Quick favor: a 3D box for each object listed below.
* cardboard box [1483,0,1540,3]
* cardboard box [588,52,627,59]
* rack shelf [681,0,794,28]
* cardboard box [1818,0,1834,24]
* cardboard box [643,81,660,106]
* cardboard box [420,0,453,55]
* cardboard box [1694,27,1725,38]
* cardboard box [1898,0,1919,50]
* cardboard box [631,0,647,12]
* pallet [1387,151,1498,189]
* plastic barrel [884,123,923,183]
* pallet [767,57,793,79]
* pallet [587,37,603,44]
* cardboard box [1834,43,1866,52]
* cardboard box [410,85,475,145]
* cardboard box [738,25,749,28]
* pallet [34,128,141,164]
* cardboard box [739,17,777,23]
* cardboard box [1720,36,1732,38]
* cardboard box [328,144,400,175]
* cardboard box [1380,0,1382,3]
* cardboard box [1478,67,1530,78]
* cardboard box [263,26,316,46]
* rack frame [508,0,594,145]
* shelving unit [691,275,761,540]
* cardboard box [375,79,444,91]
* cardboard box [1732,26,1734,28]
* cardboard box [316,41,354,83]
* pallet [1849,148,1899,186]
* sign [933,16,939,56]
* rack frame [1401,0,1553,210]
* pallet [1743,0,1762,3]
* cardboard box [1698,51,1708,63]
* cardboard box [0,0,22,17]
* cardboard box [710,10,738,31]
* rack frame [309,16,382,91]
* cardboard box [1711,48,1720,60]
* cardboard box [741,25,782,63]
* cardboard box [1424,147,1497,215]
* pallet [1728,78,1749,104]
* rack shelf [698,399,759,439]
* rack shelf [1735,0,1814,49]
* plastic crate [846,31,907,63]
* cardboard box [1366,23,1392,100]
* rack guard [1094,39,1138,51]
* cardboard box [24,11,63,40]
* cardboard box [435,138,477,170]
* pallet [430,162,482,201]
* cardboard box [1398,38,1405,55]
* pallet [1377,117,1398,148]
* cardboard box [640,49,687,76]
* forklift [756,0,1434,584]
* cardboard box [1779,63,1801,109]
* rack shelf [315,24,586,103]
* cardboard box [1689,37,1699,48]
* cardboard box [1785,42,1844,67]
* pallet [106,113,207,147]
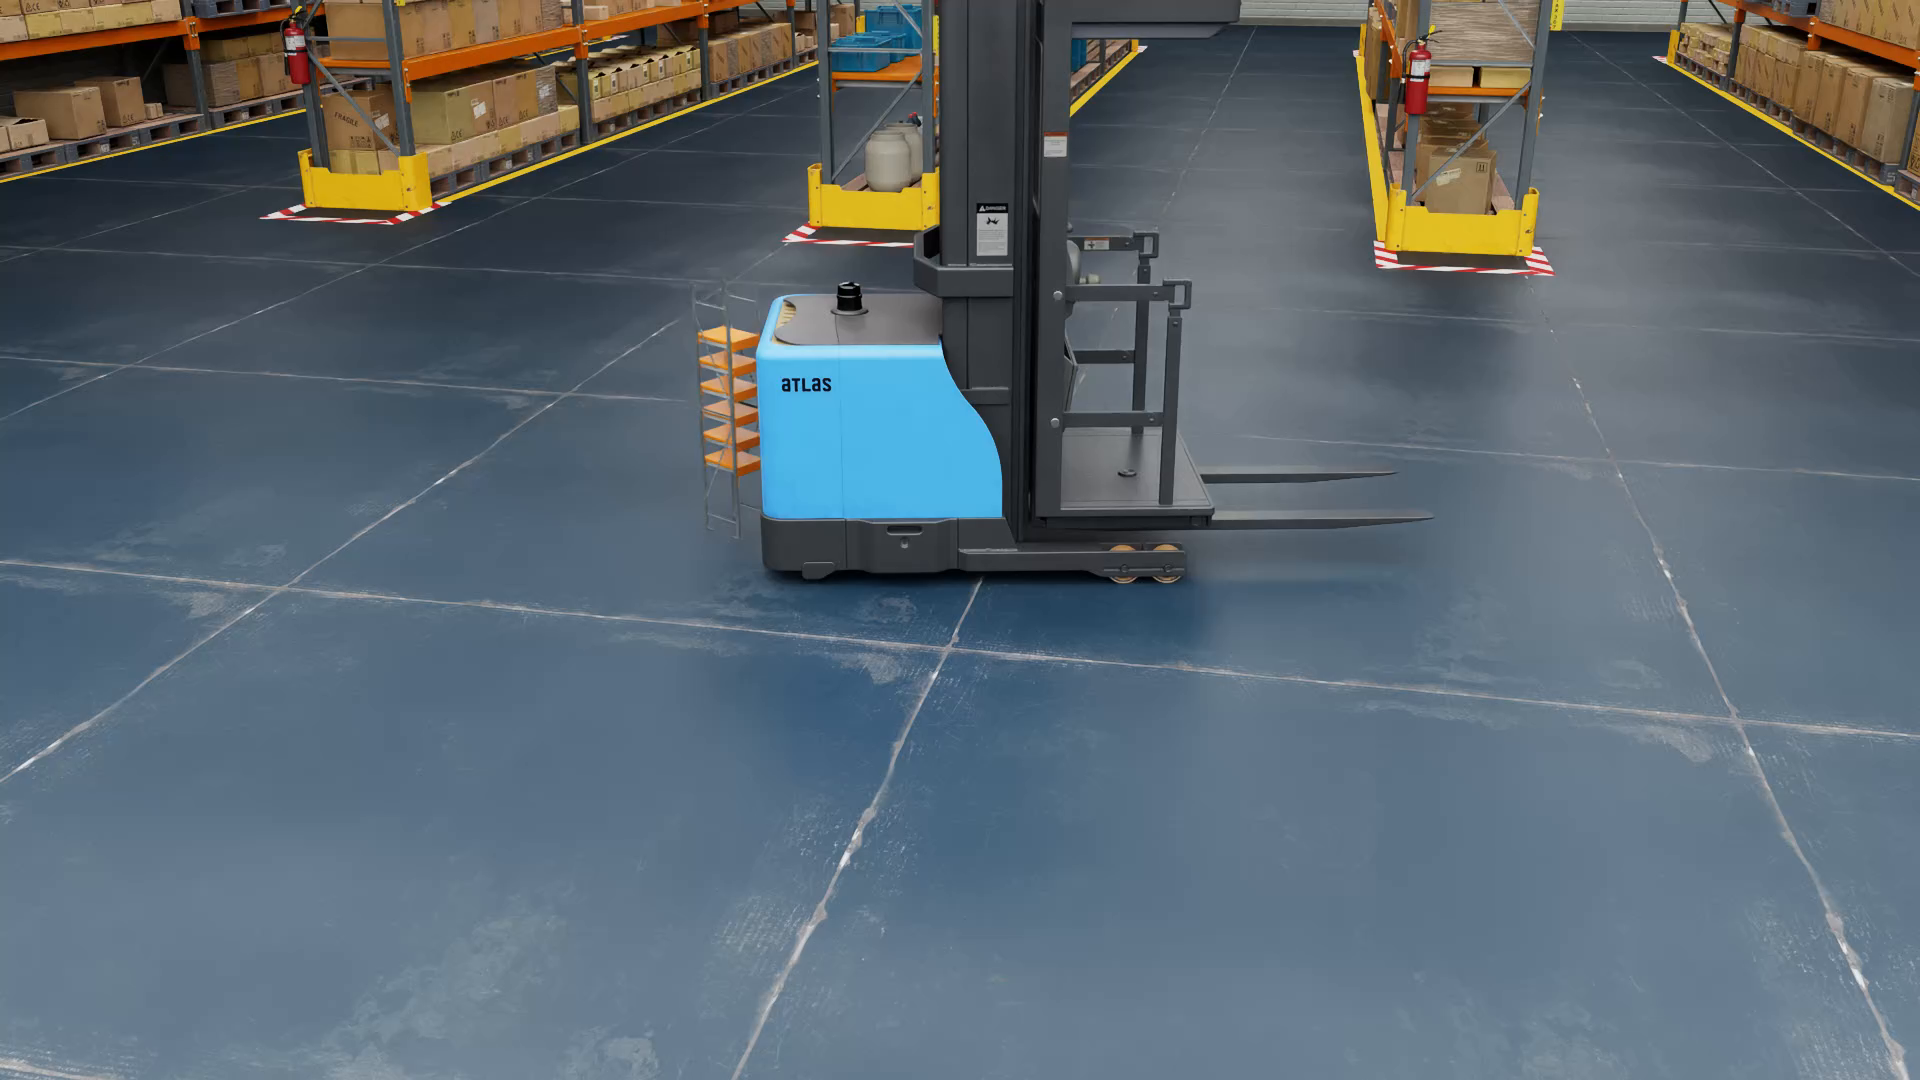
[{"bbox_3d":[4.512,-4.622,13.444,0.500,0.500,0.500,4,22,11],"label":"cardboard box"},{"bbox_3d":[-4.531,-6.107,21.370,0.500,0.311,0.500,4,22,9],"label":"cardboard box"},{"bbox_3d":[-3.523,-7.874,24.351,1.077,0.370,4.000,4,22,11],"label":"rack shelf"},{"bbox_3d":[10.245,-6.207,19.116,0.500,0.500,0.500,5,22,12],"label":"cardboard box"},{"bbox_3d":[-4.110,-5.623,20.919,0.500,0.250,0.500,5,22,12],"label":"cardboard box"},{"bbox_3d":[-5.354,-4.959,16.017,0.700,0.500,0.500,5,22,12],"label":"cardboard box"},{"bbox_3d":[11.709,-7.923,25.969,0.380,0.149,0.250,3,22,8],"label":"cardboard box"},{"bbox_3d":[9.629,-5.099,16.365,0.500,0.500,0.500,4,22,11],"label":"cardboard box"},{"bbox_3d":[-4.258,-6.907,20.855,0.500,0.500,0.500,3,22,8],"label":"cardboard box"},{"bbox_3d":[4.847,-3.715,16.794,1.003,0.211,1.213,4,22,11],"label":"pallet"},{"bbox_3d":[-0.554,-3.642,15.649,0.421,0.512,0.421,0,22,0],"label":"plastic barrel"},{"bbox_3d":[-3.244,-7.345,25.808,1.003,0.211,1.213,4,22,11],"label":"pallet"},{"bbox_3d":[-7.236,-9.186,30.380,1.003,0.211,1.213,4,22,11],"label":"pallet"},{"bbox_3d":[10.978,-5.921,20.320,0.500,0.250,0.500,3,22,8],"label":"cardboard box"},{"bbox_3d":[-5.137,-4.179,16.330,0.500,0.500,0.500,4,22,11],"label":"cardboard box"},{"bbox_3d":[-3.550,-7.629,25.538,0.500,0.500,0.500,5,22,12],"label":"cardboard box"},{"bbox_3d":[-9.947,-4.400,18.496,1.003,0.211,1.213,4,22,11],"label":"pallet"},{"bbox_3d":[-3.277,-8.213,26.989,0.500,0.500,0.500,4,22,11],"label":"cardboard box"},{"bbox_3d":[11.421,-7.342,24.527,0.380,0.149,0.250,5,23,13],"label":"cardboard box"},{"bbox_3d":[-5.744,-3.688,16.114,0.500,0.250,0.500,4,22,11],"label":"cardboard box"},{"bbox_3d":[5.834,-7.337,21.922,0.500,0.500,0.500,4,22,9],"label":"cardboard box"},{"bbox_3d":[4.495,-3.853,13.741,0.380,0.149,0.250,4,22,11],"label":"cardboard box"},{"bbox_3d":[-9.055,-6.773,22.410,0.500,0.250,0.500,5,22,12],"label":"cardboard box"},{"bbox_3d":[-4.748,-6.013,18.768,1.000,3.000,0.127,4,22,11],"label":"rack frame"},{"bbox_3d":[-1.069,-0.610,7.753,0.258,1.200,0.189,18,29,36],"label":"shelving unit"},{"bbox_3d":[-5.556,-4.403,16.885,0.500,0.500,0.500,4,22,11],"label":"cardboard box"},{"bbox_3d":[12.337,-7.973,26.094,0.380,0.149,0.250,4,22,10],"label":"cardboard box"},{"bbox_3d":[-8.878,-6.629,23.056,0.700,0.500,0.500,5,22,12],"label":"cardboard box"},{"bbox_3d":[9.868,-3.836,17.095,1.003,0.211,1.213,4,22,11],"label":"pallet"},{"bbox_3d":[-0.178,-4.256,14.035,0.100,0.325,0.005,4,22,11],"label":"sign"},{"bbox_3d":[4.133,-3.793,13.257,1.000,3.000,0.127,4,22,11],"label":"rack frame"},{"bbox_3d":[11.118,-7.410,22.493,1.003,0.211,1.213,4,22,11],"label":"pallet"},{"bbox_3d":[11.510,-7.368,25.388,0.380,0.149,0.250,4,22,11],"label":"cardboard box"},{"bbox_3d":[-9.912,-5.545,16.778,0.500,0.500,0.500,5,22,11],"label":"cardboard box"},{"bbox_3d":[-3.657,-7.807,24.976,0.500,0.250,0.500,5,22,11],"label":"cardboard box"},{"bbox_3d":[-8.782,-7.852,23.335,1.000,3.000,0.127,4,22,11],"label":"rack frame"},{"bbox_3d":[11.250,-7.116,24.363,0.380,0.149,0.250,4,22,9],"label":"cardboard box"},{"bbox_3d":[-3.045,-7.601,25.468,0.500,0.500,0.500,5,22,11],"label":"cardboard box"},{"bbox_3d":[4.277,-3.056,14.210,0.500,0.500,0.500,9,24,21],"label":"cardboard box"},{"bbox_3d":[11.259,-6.189,22.938,1.003,0.211,1.213,4,22,11],"label":"pallet"},{"bbox_3d":[-1.069,-0.569,7.771,0.258,0.103,0.180,18,29,36],"label":"rack shelf"},{"bbox_3d":[11.009,-6.702,21.442,1.077,0.370,4.000,4,22,11],"label":"rack shelf"},{"bbox_3d":[-0.768,-4.545,15.323,0.499,0.251,0.408,4,22,11],"label":"plastic crate"},{"bbox_3d":[5.927,-6.179,21.463,1.225,0.875,0.875,3,22,8],"label":"cardboard box"},{"bbox_3d":[2.541,-8.873,29.216,1.175,0.500,0.348,4,22,11],"label":"rack guard"},{"bbox_3d":[-9.802,-5.397,17.413,0.500,0.250,0.500,4,22,10],"label":"cardboard box"},{"bbox_3d":[-5.138,-3.832,16.471,0.500,0.250,0.500,4,22,11],"label":"cardboard box"},{"bbox_3d":[-5.449,-3.539,16.359,1.003,0.211,1.213,4,22,11],"label":"pallet"},{"bbox_3d":[4.390,-4.720,15.894,0.380,0.149,0.250,4,22,11],"label":"cardboard box"},{"bbox_3d":[5.354,-4.695,19.229,1.003,0.211,1.213,4,22,11],"label":"pallet"},{"bbox_3d":[-3.897,-6.254,21.736,0.500,0.311,0.500,4,22,10],"label":"cardboard box"},{"bbox_3d":[0.623,-1.366,7.321,3.031,2.935,1.130,-1,22,-1],"label":"forklift"},{"bbox_3d":[10.479,-5.600,20.527,0.500,0.500,0.500,4,22,11],"label":"cardboard box"},{"bbox_3d":[-5.156,-4.948,17.086,1.077,0.370,4.000,4,22,11],"label":"rack shelf"},{"bbox_3d":[11.642,-7.791,26.038,0.380,0.149,0.250,5,23,13],"label":"cardboard box"},{"bbox_3d":[10.484,-5.957,20.411,0.500,0.250,0.500,4,22,10],"label":"cardboard box"},{"bbox_3d":[-9.700,-4.847,19.607,1.003,0.211,1.213,4,22,11],"label":"pallet"}]
